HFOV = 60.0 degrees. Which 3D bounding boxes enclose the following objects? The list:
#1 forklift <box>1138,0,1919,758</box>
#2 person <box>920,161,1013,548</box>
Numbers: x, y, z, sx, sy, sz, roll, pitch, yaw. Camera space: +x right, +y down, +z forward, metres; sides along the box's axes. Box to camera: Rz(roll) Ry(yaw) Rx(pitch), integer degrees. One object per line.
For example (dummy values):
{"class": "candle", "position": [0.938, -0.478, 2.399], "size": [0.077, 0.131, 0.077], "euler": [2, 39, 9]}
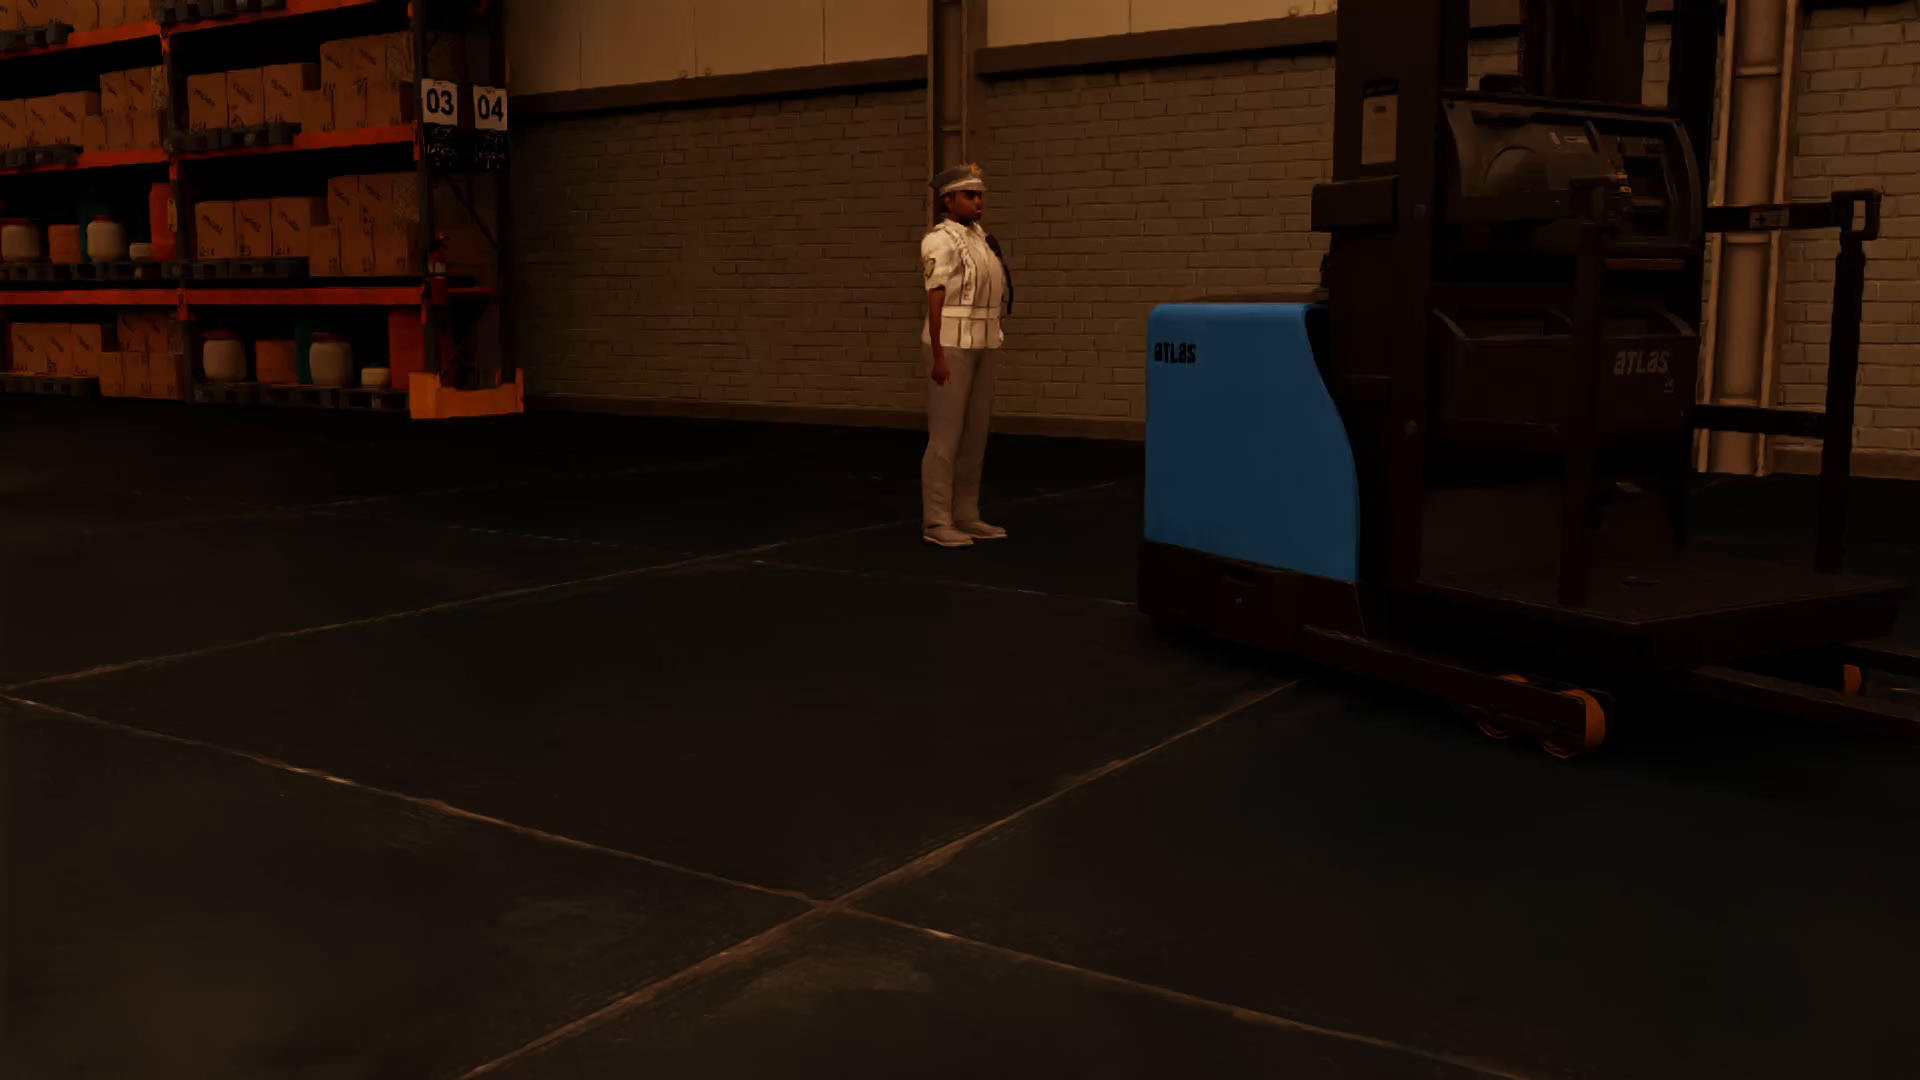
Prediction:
{"class": "forklift", "position": [1.750, -1.005, 4.261], "size": [1.130, 2.935, 3.031], "euler": [-5, 9, -29]}
{"class": "person", "position": [0.013, -0.832, 7.468], "size": [0.338, 1.692, 0.446], "euler": [5, 10, 34]}
